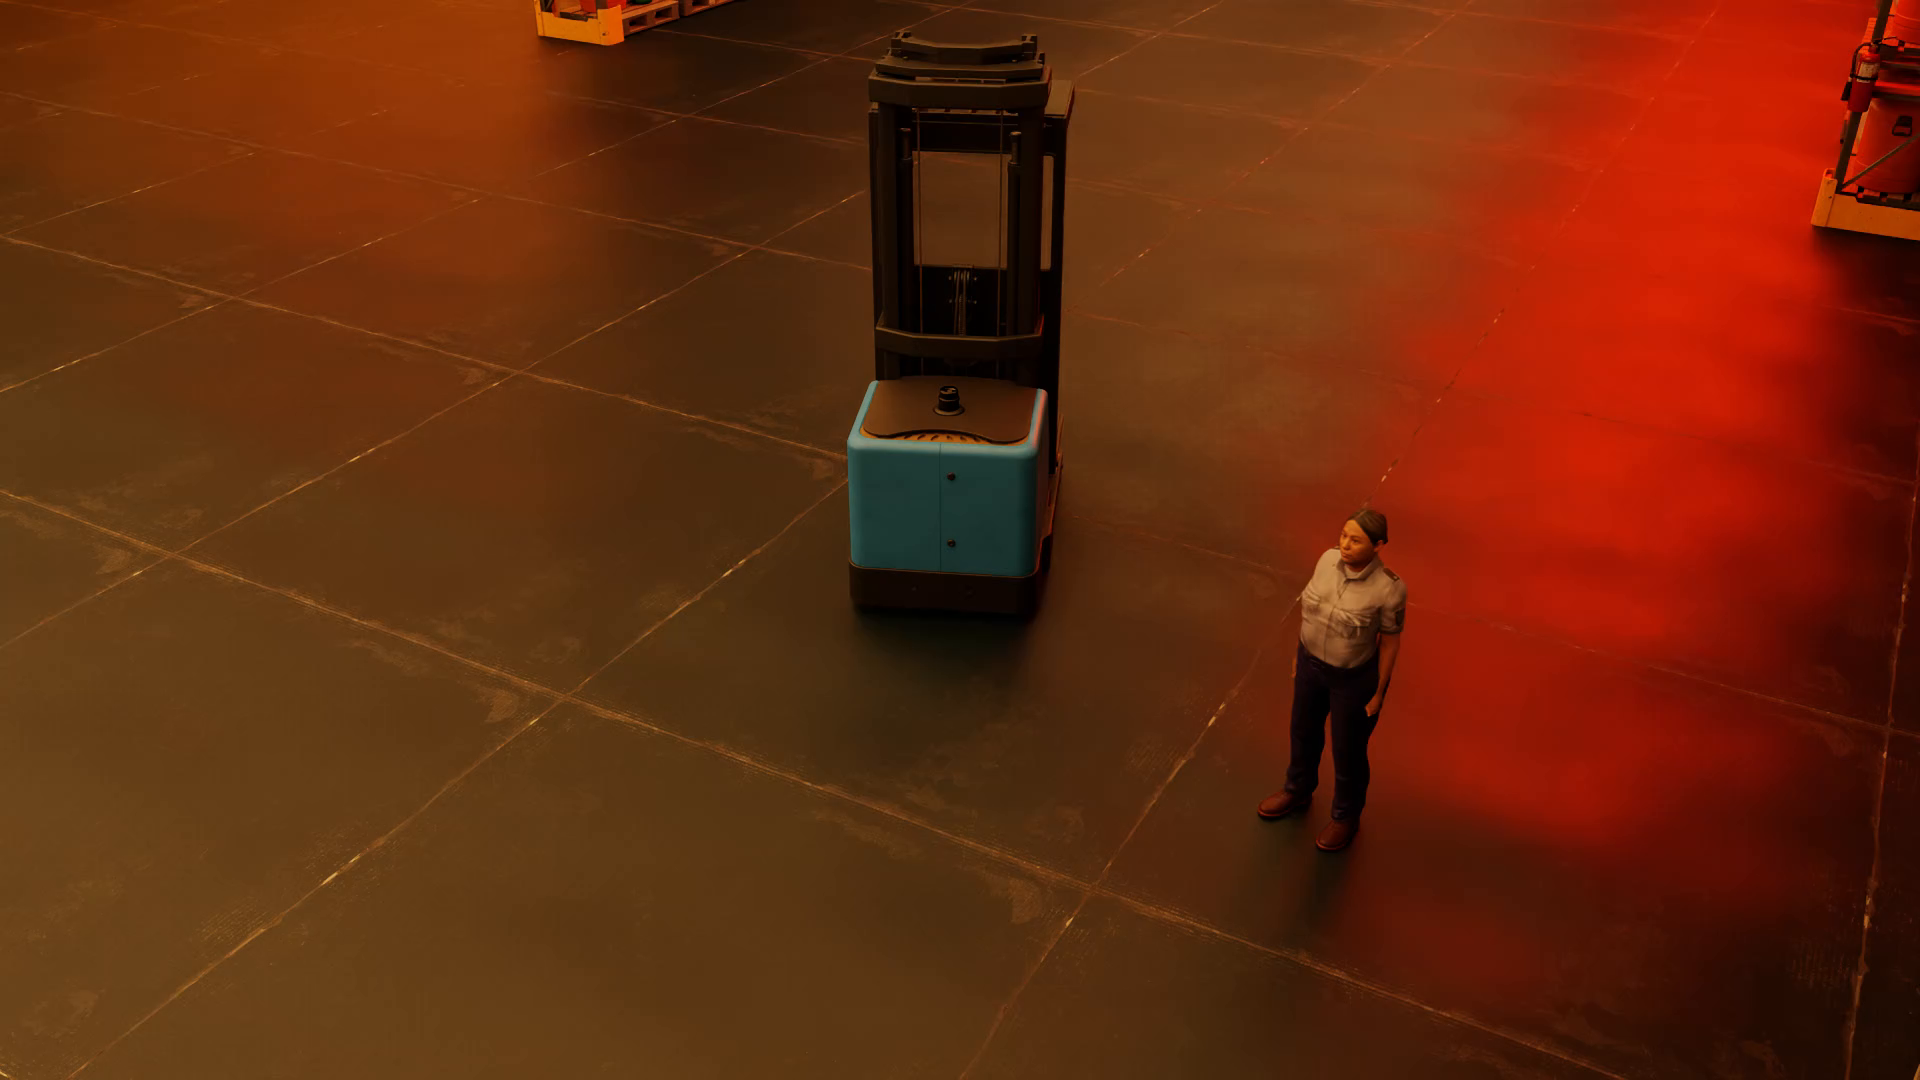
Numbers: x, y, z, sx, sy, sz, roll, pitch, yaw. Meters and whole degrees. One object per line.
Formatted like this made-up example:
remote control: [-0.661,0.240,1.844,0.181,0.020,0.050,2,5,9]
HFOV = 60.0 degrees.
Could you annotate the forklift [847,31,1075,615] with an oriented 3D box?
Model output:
forklift: [0.072,-1.572,9.794,1.130,2.935,3.031,3,30,6]

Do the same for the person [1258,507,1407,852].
person: [1.665,0.592,7.336,0.368,1.650,0.482,-24,38,-36]
